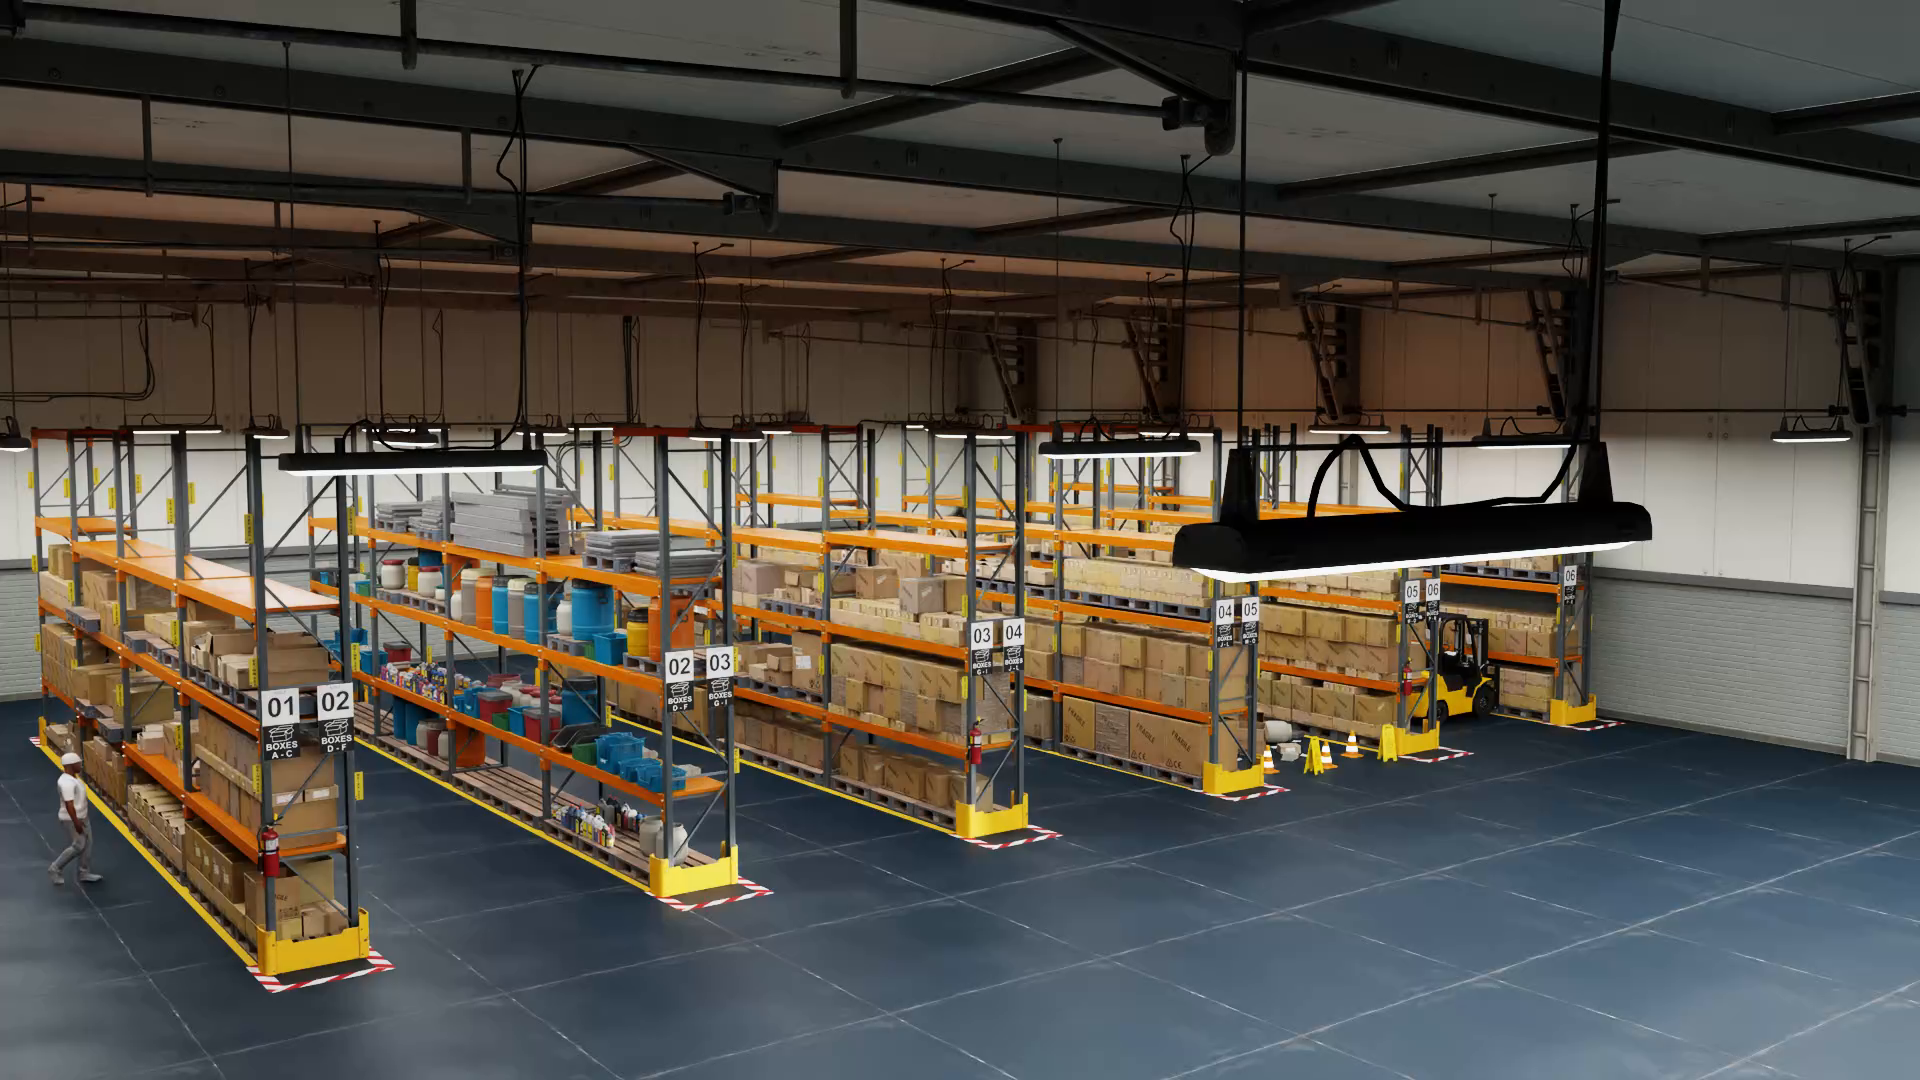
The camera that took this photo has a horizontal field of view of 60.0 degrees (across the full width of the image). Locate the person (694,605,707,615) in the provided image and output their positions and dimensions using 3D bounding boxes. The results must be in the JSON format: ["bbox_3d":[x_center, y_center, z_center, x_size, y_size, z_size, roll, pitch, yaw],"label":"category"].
[{"bbox_3d":[-6.635,2.131,43.050,0.520,1.705,0.435,-3,5,-30],"label":"person"}]

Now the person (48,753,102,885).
[{"bbox_3d":[-11.876,3.719,22.283,0.633,1.756,0.616,-1,5,-9],"label":"person"}]

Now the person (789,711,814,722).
[{"bbox_3d":[-3.221,2.812,33.779,0.469,1.786,0.646,-1,5,-13],"label":"person"}]
